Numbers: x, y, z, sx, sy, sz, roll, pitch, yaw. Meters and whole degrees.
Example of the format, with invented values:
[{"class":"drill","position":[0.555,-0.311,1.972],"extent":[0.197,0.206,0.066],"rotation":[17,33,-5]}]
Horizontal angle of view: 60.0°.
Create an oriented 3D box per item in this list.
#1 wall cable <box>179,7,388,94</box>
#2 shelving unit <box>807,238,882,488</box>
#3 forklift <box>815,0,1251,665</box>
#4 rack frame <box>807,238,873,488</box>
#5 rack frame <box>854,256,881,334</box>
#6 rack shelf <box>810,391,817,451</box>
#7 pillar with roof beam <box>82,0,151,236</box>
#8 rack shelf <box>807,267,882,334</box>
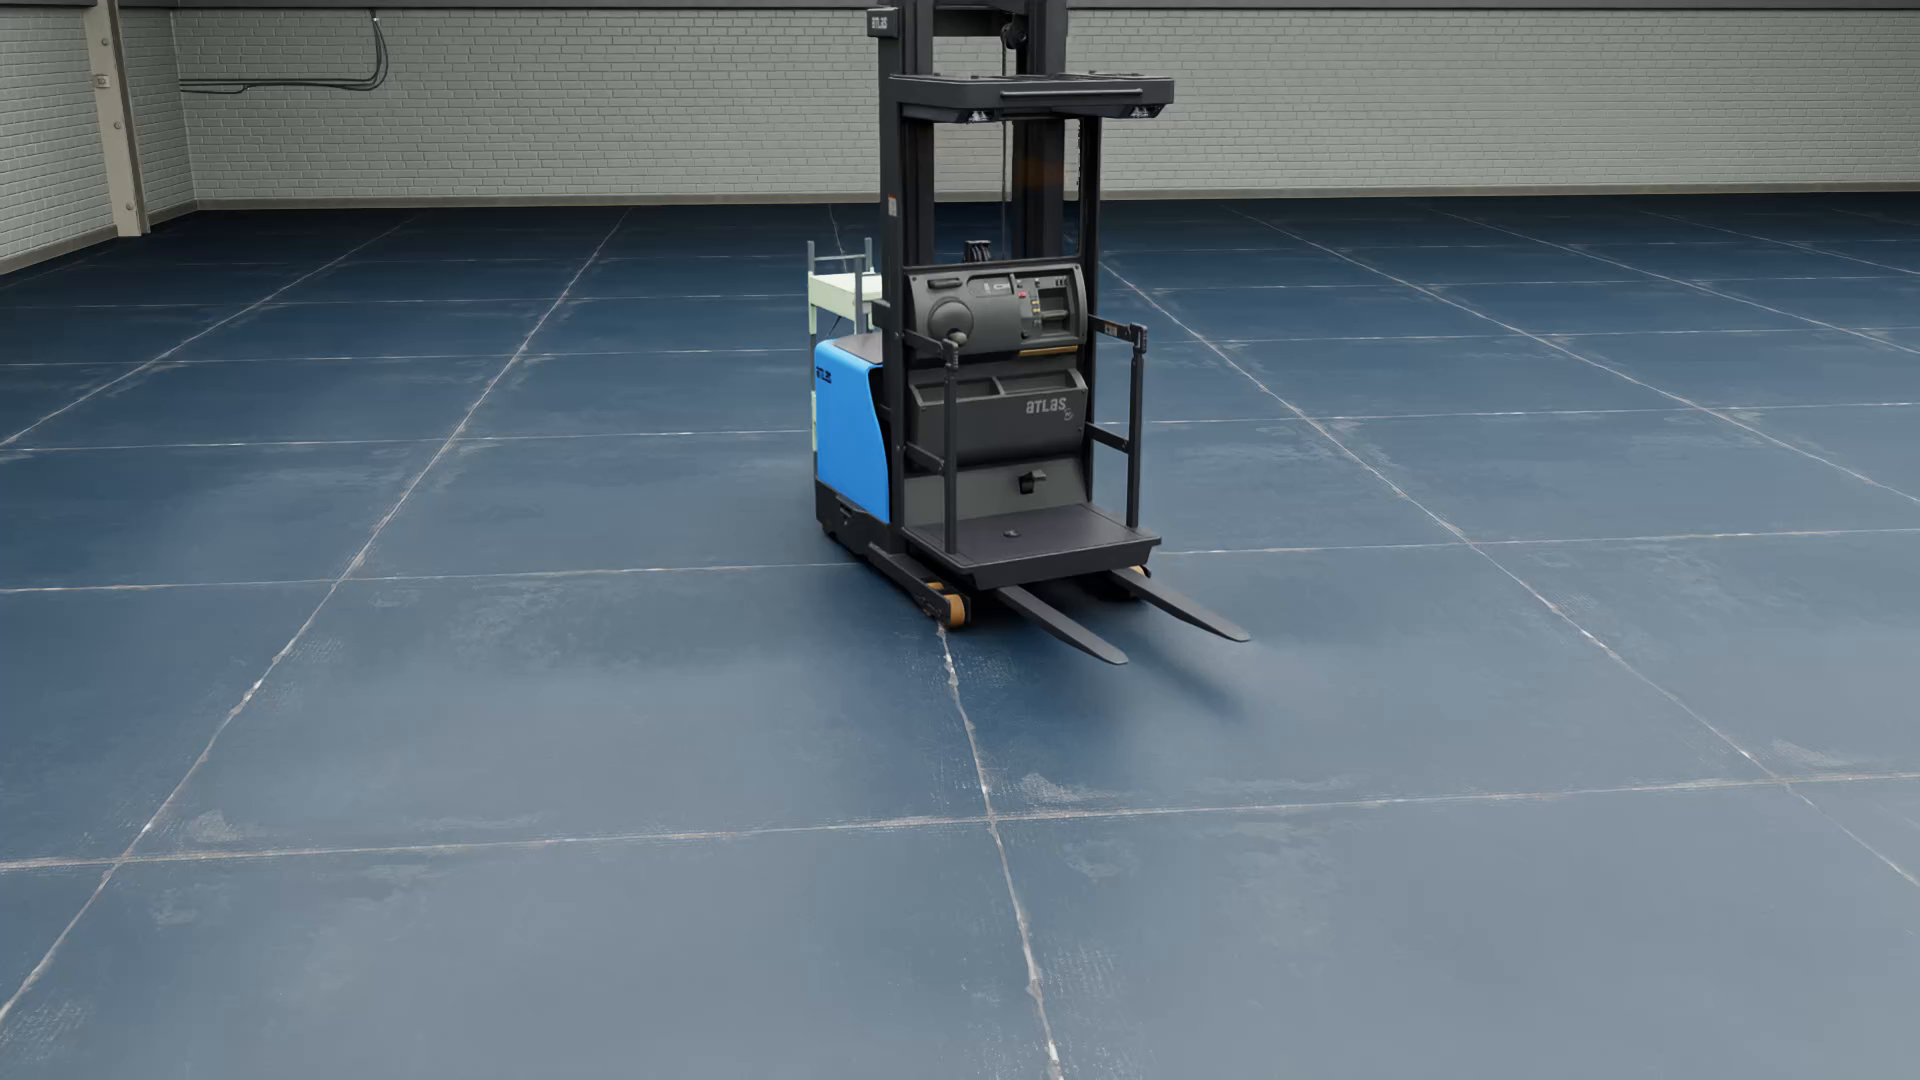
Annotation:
[{"class":"wall cable","position":[-9.994,-7.800,24.183],"extent":[3.097,2.526,0.112],"rotation":[-2,18,-6]},{"class":"shelving unit","position":[-0.553,-0.960,9.732],"extent":[0.431,1.500,0.755],"rotation":[-8,19,-24]},{"class":"forklift","position":[0.286,-1.129,7.879],"extent":[1.130,2.935,3.031],"rotation":[-8,19,-24]},{"class":"rack frame","position":[-0.711,-1.059,10.047],"extent":[0.400,1.500,0.023],"rotation":[-8,19,-24]},{"class":"rack frame","position":[-0.394,-0.862,9.418],"extent":[0.400,1.500,0.023],"rotation":[-8,19,-24]},{"class":"rack shelf","position":[-0.553,-0.649,9.830],"extent":[0.431,0.370,0.720],"rotation":[-8,19,-24]},{"class":"pillar with roof beam","position":[-6.724,-8.496,21.215],"extent":[9.100,9.000,0.400],"rotation":[-2,18,-6]},{"class":"rack shelf","position":[-0.553,-1.333,9.615],"extent":[0.431,0.370,0.720],"rotation":[-8,19,-24]}]
